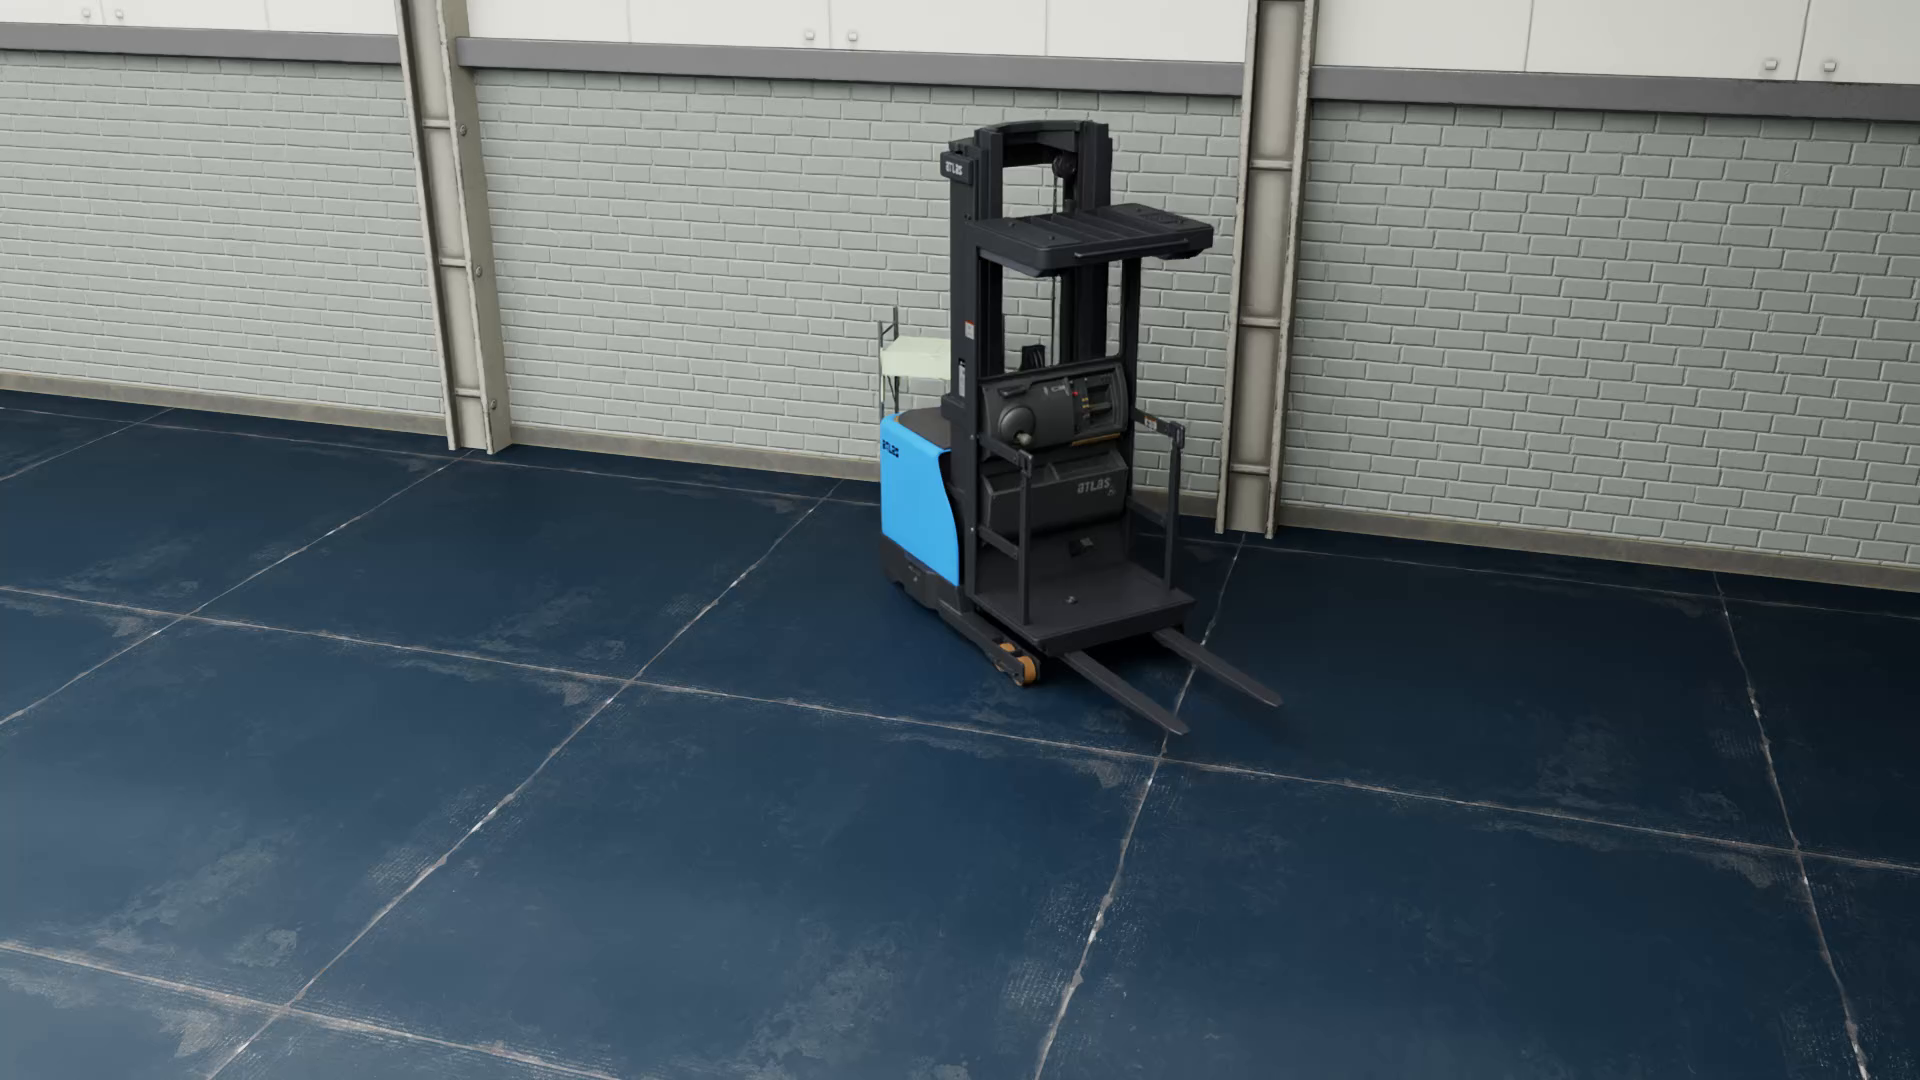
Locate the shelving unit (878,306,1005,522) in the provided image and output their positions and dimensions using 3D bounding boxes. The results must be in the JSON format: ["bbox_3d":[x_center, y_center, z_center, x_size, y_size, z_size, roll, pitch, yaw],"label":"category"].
[{"bbox_3d":[-0.120,-0.762,11.151,0.755,1.500,0.431,5,23,13],"label":"shelving unit"}]

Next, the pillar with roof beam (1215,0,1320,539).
[{"bbox_3d":[0.737,-2.684,5.955,0.400,9.000,9.100,7,23,16],"label":"pillar with roof beam"}]

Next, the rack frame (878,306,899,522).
[{"bbox_3d":[-0.475,-0.796,11.234,0.023,1.500,0.400,5,23,13],"label":"rack frame"}]

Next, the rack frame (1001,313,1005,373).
[{"bbox_3d":[0.235,-0.728,11.069,0.023,1.500,0.400,5,23,13],"label":"rack frame"}]

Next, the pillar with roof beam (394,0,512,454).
[{"bbox_3d":[-5.007,-3.341,7.558,0.400,9.000,9.100,7,23,16],"label":"pillar with roof beam"}]

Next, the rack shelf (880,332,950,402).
[{"bbox_3d":[-0.120,-1.123,11.003,0.720,0.370,0.431,5,23,13],"label":"rack shelf"}]

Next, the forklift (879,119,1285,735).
[{"bbox_3d":[0.650,-0.739,9.209,1.130,2.935,3.031,-12,25,-27],"label":"forklift"}]
